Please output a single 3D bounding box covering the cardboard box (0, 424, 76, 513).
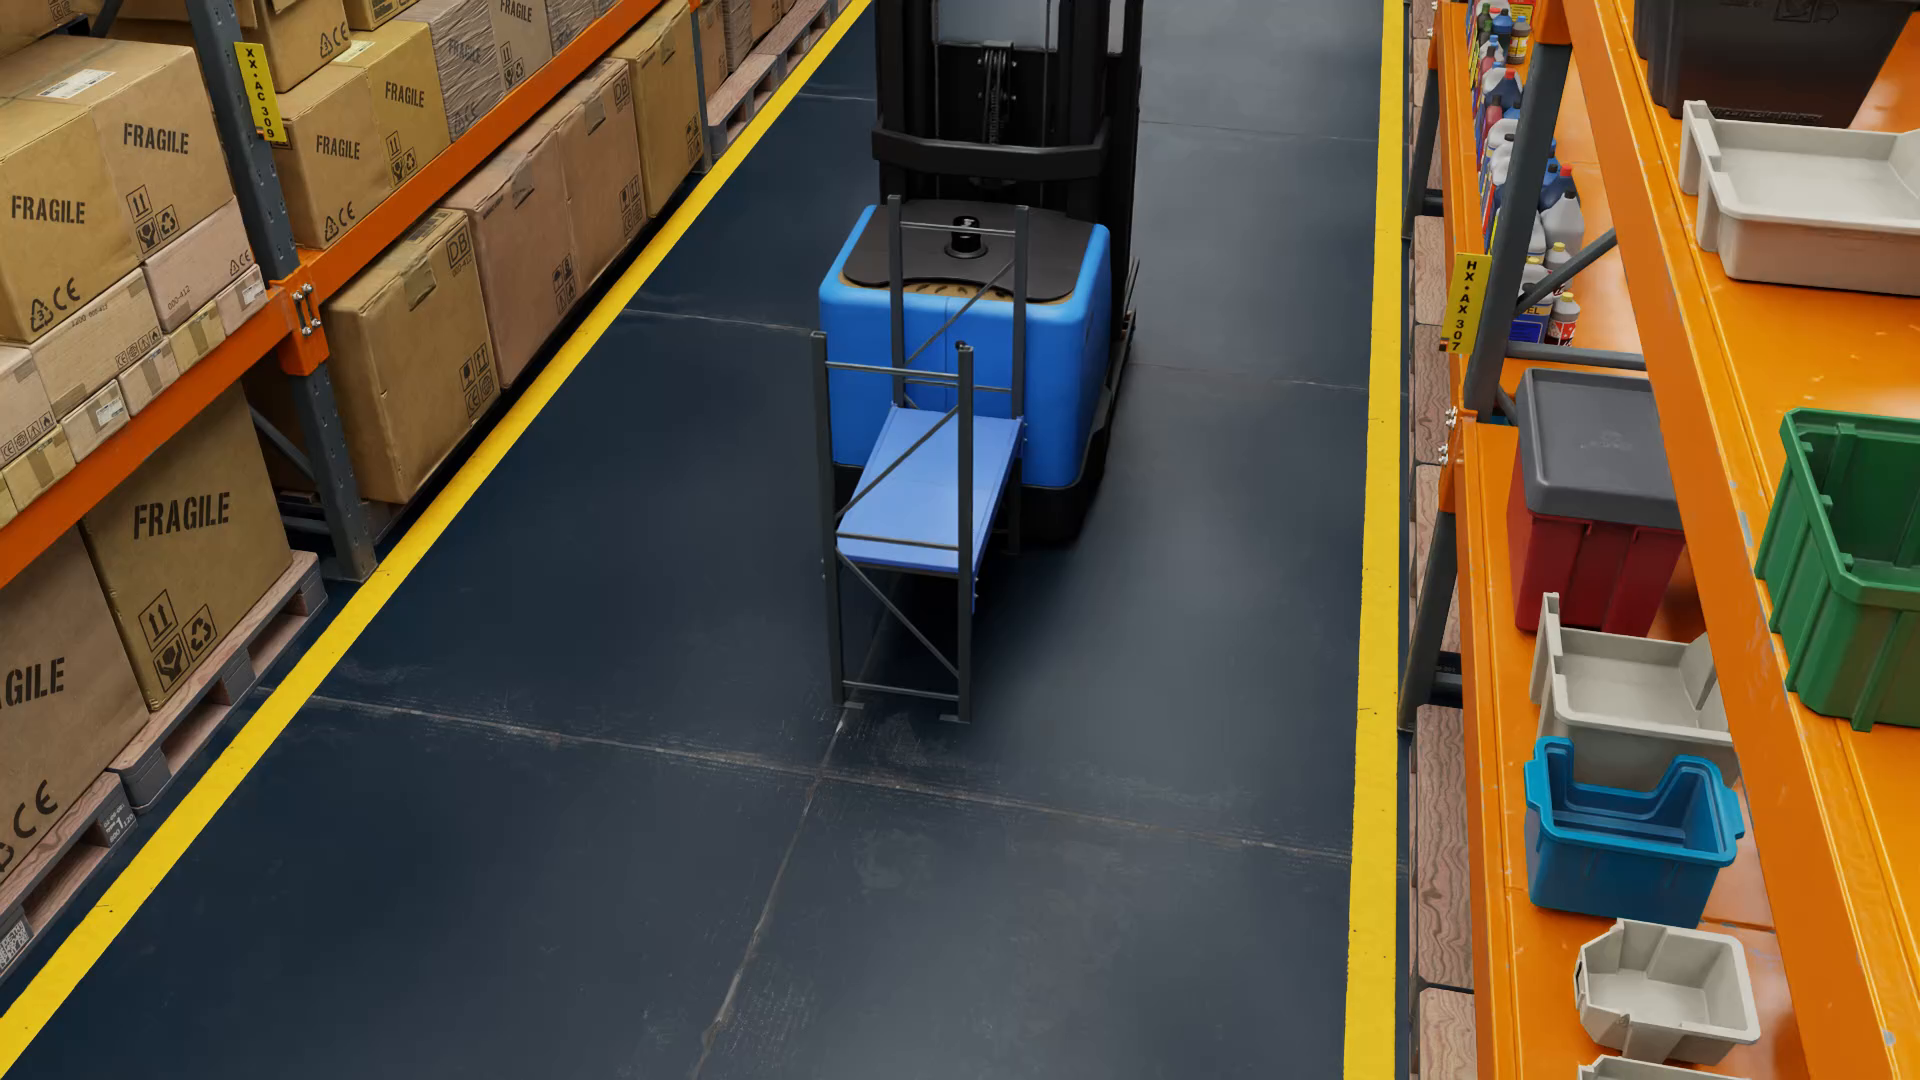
[{"bbox_3d":[-2.773,-0.228,4.722,0.380,0.149,0.250,8,37,11],"label":"cardboard box"}]

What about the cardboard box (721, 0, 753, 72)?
[{"bbox_3d":[-1.725,-3.301,10.503,0.700,0.500,0.500,4,36,6],"label":"cardboard box"}]

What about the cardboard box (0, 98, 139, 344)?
[{"bbox_3d":[-2.757,-0.915,4.692,0.500,0.500,0.500,8,37,10],"label":"cardboard box"}]

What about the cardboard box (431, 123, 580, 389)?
[{"bbox_3d":[-2.501,-1.327,7.477,1.225,0.875,0.875,6,36,8],"label":"cardboard box"}]

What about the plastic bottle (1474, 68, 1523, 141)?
[{"bbox_3d":[2.180,-1.755,6.721,0.152,0.276,0.135,7,37,10],"label":"plastic bottle"}]

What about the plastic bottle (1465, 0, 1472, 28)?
[{"bbox_3d":[2.476,-2.550,7.818,0.152,0.276,0.135,7,37,10],"label":"plastic bottle"}]

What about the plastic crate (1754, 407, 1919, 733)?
[{"bbox_3d":[1.107,0.049,1.751,0.450,0.188,0.336,7,37,10],"label":"plastic crate"}]

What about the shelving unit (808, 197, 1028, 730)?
[{"bbox_3d":[-0.112,-0.271,5.846,0.538,1.500,1.048,7,36,9],"label":"shelving unit"}]

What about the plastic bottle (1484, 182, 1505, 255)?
[{"bbox_3d":[1.946,-1.168,5.848,0.144,0.351,0.185,7,37,10],"label":"plastic bottle"}]

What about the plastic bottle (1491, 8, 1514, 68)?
[{"bbox_3d":[2.385,-2.212,7.356,0.097,0.271,0.097,0,36,0],"label":"plastic bottle"}]

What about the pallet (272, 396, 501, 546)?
[{"bbox_3d":[-2.717,-0.458,7.202,1.003,0.211,1.213,7,37,10],"label":"pallet"}]

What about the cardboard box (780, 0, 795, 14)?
[{"bbox_3d":[-1.491,-3.947,11.394,0.700,0.500,0.500,4,36,6],"label":"cardboard box"}]

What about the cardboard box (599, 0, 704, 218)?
[{"bbox_3d":[-2.122,-2.345,8.882,1.225,0.875,0.875,6,36,8],"label":"cardboard box"}]

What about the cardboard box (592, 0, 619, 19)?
[{"bbox_3d":[-1.930,-2.870,8.069,0.500,0.500,0.500,7,37,10],"label":"cardboard box"}]

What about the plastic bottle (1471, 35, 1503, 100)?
[{"bbox_3d":[2.248,-2.011,7.078,0.097,0.271,0.097,0,36,0],"label":"plastic bottle"}]

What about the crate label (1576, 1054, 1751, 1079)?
[{"bbox_3d":[1.285,1.044,2.927,0.396,0.136,0.243,7,37,10],"label":"crate label"}]

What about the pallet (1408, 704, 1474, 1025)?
[{"bbox_3d":[1.911,1.041,5.134,1.003,0.211,1.213,7,37,10],"label":"pallet"}]

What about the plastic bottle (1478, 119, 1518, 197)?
[{"bbox_3d":[2.062,-1.439,6.286,0.152,0.276,0.135,7,37,10],"label":"plastic bottle"}]

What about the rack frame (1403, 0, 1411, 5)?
[{"bbox_3d":[3.739,-5.101,11.232,1.000,3.000,0.127,7,37,10],"label":"rack frame"}]

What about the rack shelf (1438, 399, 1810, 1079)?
[{"bbox_3d":[1.603,0.923,3.533,1.077,0.370,4.000,7,37,10],"label":"rack shelf"}]

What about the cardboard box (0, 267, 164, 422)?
[{"bbox_3d":[-2.755,-0.612,4.913,0.500,0.250,0.500,8,37,11],"label":"cardboard box"}]

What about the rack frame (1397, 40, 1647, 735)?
[{"bbox_3d":[2.030,-0.514,4.904,1.000,3.000,0.127,7,37,10],"label":"rack frame"}]

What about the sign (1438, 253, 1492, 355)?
[{"bbox_3d":[1.493,-0.697,4.919,0.100,0.325,0.005,7,37,10],"label":"sign"}]

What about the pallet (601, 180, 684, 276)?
[{"bbox_3d":[-2.196,-1.857,9.132,1.003,0.211,1.213,7,37,10],"label":"pallet"}]

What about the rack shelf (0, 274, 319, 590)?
[{"bbox_3d":[-3.236,0.303,4.390,1.077,0.370,4.000,7,37,10],"label":"rack shelf"}]

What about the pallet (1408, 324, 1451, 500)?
[{"bbox_3d":[2.494,-0.524,7.293,1.003,0.211,1.213,7,37,10],"label":"pallet"}]

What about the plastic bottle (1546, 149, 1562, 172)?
[{"bbox_3d":[2.139,-1.300,6.097,0.097,0.271,0.097,0,36,0],"label":"plastic bottle"}]

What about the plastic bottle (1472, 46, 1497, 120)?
[{"bbox_3d":[2.185,-1.896,6.910,0.061,0.283,0.133,7,37,10],"label":"plastic bottle"}]

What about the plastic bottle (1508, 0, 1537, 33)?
[{"bbox_3d":[2.625,-2.531,7.792,0.152,0.276,0.135,7,37,10],"label":"plastic bottle"}]

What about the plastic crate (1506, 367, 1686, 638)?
[{"bbox_3d":[1.594,-0.084,4.205,0.402,0.464,0.583,7,37,10],"label":"plastic crate"}]

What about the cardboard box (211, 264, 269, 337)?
[{"bbox_3d":[-2.554,-0.818,5.536,0.380,0.149,0.250,8,37,10],"label":"cardboard box"}]

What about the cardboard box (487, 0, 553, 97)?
[{"bbox_3d":[-2.147,-2.280,7.255,0.500,0.500,0.500,8,37,11],"label":"cardboard box"}]

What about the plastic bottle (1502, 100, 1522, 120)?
[{"bbox_3d":[2.148,-1.576,6.479,0.097,0.271,0.097,0,36,0],"label":"plastic bottle"}]

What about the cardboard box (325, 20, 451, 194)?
[{"bbox_3d":[-2.360,-1.697,6.450,0.500,0.500,0.500,7,37,10],"label":"cardboard box"}]

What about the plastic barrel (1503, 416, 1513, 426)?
[{"bbox_3d":[2.163,-0.145,5.824,0.600,0.901,0.708,7,37,10],"label":"plastic barrel"}]

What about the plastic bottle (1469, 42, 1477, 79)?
[{"bbox_3d":[2.297,-2.115,7.281,0.097,0.201,0.097,0,36,0],"label":"plastic bottle"}]

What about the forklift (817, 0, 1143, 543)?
[{"bbox_3d":[0.237,-2.038,7.065,1.130,2.935,3.031,7,36,9],"label":"forklift"}]

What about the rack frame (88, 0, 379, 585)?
[{"bbox_3d":[-2.809,-1.135,5.760,1.000,3.000,0.127,7,37,10],"label":"rack frame"}]

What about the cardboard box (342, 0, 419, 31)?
[{"bbox_3d":[-2.522,-2.341,6.484,0.797,0.503,0.637,8,37,10],"label":"cardboard box"}]

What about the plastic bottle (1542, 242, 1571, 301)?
[{"bbox_3d":[2.002,-0.905,5.612,0.097,0.201,0.097,0,36,0],"label":"plastic bottle"}]

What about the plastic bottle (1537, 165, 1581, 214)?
[{"bbox_3d":[2.087,-1.150,5.823,0.144,0.351,0.185,7,37,10],"label":"plastic bottle"}]

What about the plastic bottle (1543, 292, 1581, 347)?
[{"bbox_3d":[1.924,-0.696,5.323,0.097,0.201,0.097,0,36,0],"label":"plastic bottle"}]

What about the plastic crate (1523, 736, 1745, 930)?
[{"bbox_3d":[1.364,0.613,3.440,0.416,0.233,0.300,7,37,10],"label":"plastic crate"}]

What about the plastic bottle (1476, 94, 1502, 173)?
[{"bbox_3d":[2.067,-1.581,6.474,0.061,0.283,0.133,7,37,10],"label":"plastic bottle"}]

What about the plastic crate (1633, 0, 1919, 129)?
[{"bbox_3d":[1.497,-0.998,3.127,0.497,0.269,0.590,7,37,10],"label":"plastic crate"}]

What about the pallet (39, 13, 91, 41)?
[{"bbox_3d":[-6.536,-3.422,11.291,1.003,0.211,1.213,7,37,10],"label":"pallet"}]

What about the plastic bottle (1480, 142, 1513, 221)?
[{"bbox_3d":[2.013,-1.306,6.102,0.152,0.276,0.135,7,37,10],"label":"plastic bottle"}]

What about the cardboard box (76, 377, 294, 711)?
[{"bbox_3d":[-3.028,-0.077,5.752,0.875,0.875,0.875,7,37,10],"label":"cardboard box"}]

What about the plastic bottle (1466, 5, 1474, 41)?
[{"bbox_3d":[2.404,-2.401,7.676,0.097,0.201,0.097,0,36,0],"label":"plastic bottle"}]

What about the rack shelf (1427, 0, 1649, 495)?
[{"bbox_3d":[2.457,-1.370,6.697,1.077,0.370,4.000,7,37,10],"label":"rack shelf"}]

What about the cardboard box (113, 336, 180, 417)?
[{"bbox_3d":[-2.663,-0.523,5.130,0.380,0.149,0.250,7,36,9],"label":"cardboard box"}]

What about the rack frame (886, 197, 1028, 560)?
[{"bbox_3d":[-0.013,-0.563,6.249,0.500,1.500,0.032,7,36,9],"label":"rack frame"}]

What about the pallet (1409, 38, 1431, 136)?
[{"bbox_3d":[3.351,-2.815,10.454,1.003,0.211,1.213,7,37,10],"label":"pallet"}]

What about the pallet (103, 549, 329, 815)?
[{"bbox_3d":[-3.047,0.420,5.991,1.003,0.211,1.213,7,37,10],"label":"pallet"}]

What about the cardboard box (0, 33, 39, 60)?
[{"bbox_3d":[-3.161,-1.256,5.162,0.500,0.500,0.500,7,37,10],"label":"cardboard box"}]

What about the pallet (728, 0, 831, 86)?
[{"bbox_3d":[-1.523,-3.445,11.323,1.003,0.211,1.213,7,37,10],"label":"pallet"}]

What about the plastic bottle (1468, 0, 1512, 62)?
[{"bbox_3d":[2.377,-2.285,7.452,0.152,0.276,0.135,7,37,10],"label":"plastic bottle"}]

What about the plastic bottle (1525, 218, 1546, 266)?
[{"bbox_3d":[1.876,-0.940,5.597,0.152,0.276,0.135,7,37,10],"label":"plastic bottle"}]

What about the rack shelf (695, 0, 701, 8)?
[{"bbox_3d":[-1.527,-4.284,10.718,1.077,0.370,4.000,7,37,10],"label":"rack shelf"}]
